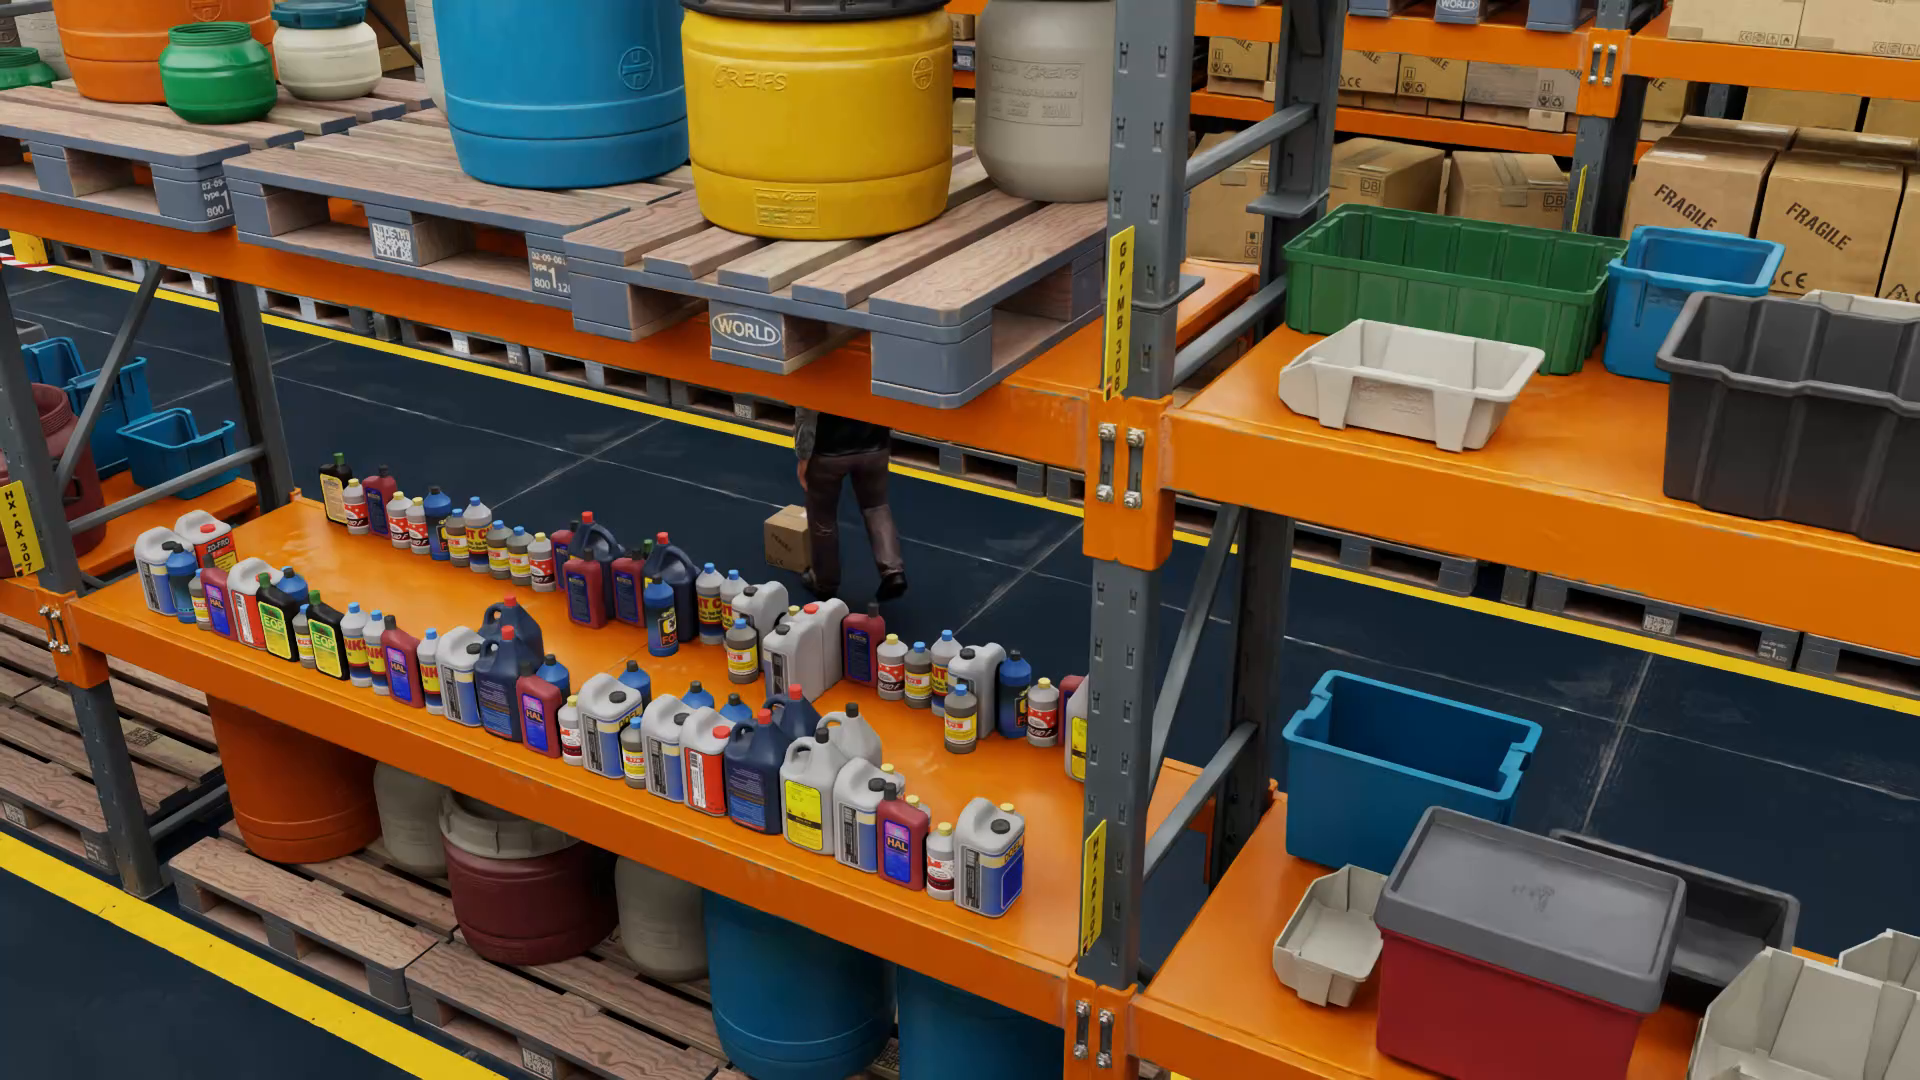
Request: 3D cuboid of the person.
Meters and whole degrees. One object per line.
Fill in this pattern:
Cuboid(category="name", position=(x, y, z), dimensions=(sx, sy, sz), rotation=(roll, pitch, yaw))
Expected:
Cuboid(category="person", position=(-0.545, -0.441, 8.030), dimensions=(0.555, 1.707, 0.753), rotation=(-12, 29, -22))
